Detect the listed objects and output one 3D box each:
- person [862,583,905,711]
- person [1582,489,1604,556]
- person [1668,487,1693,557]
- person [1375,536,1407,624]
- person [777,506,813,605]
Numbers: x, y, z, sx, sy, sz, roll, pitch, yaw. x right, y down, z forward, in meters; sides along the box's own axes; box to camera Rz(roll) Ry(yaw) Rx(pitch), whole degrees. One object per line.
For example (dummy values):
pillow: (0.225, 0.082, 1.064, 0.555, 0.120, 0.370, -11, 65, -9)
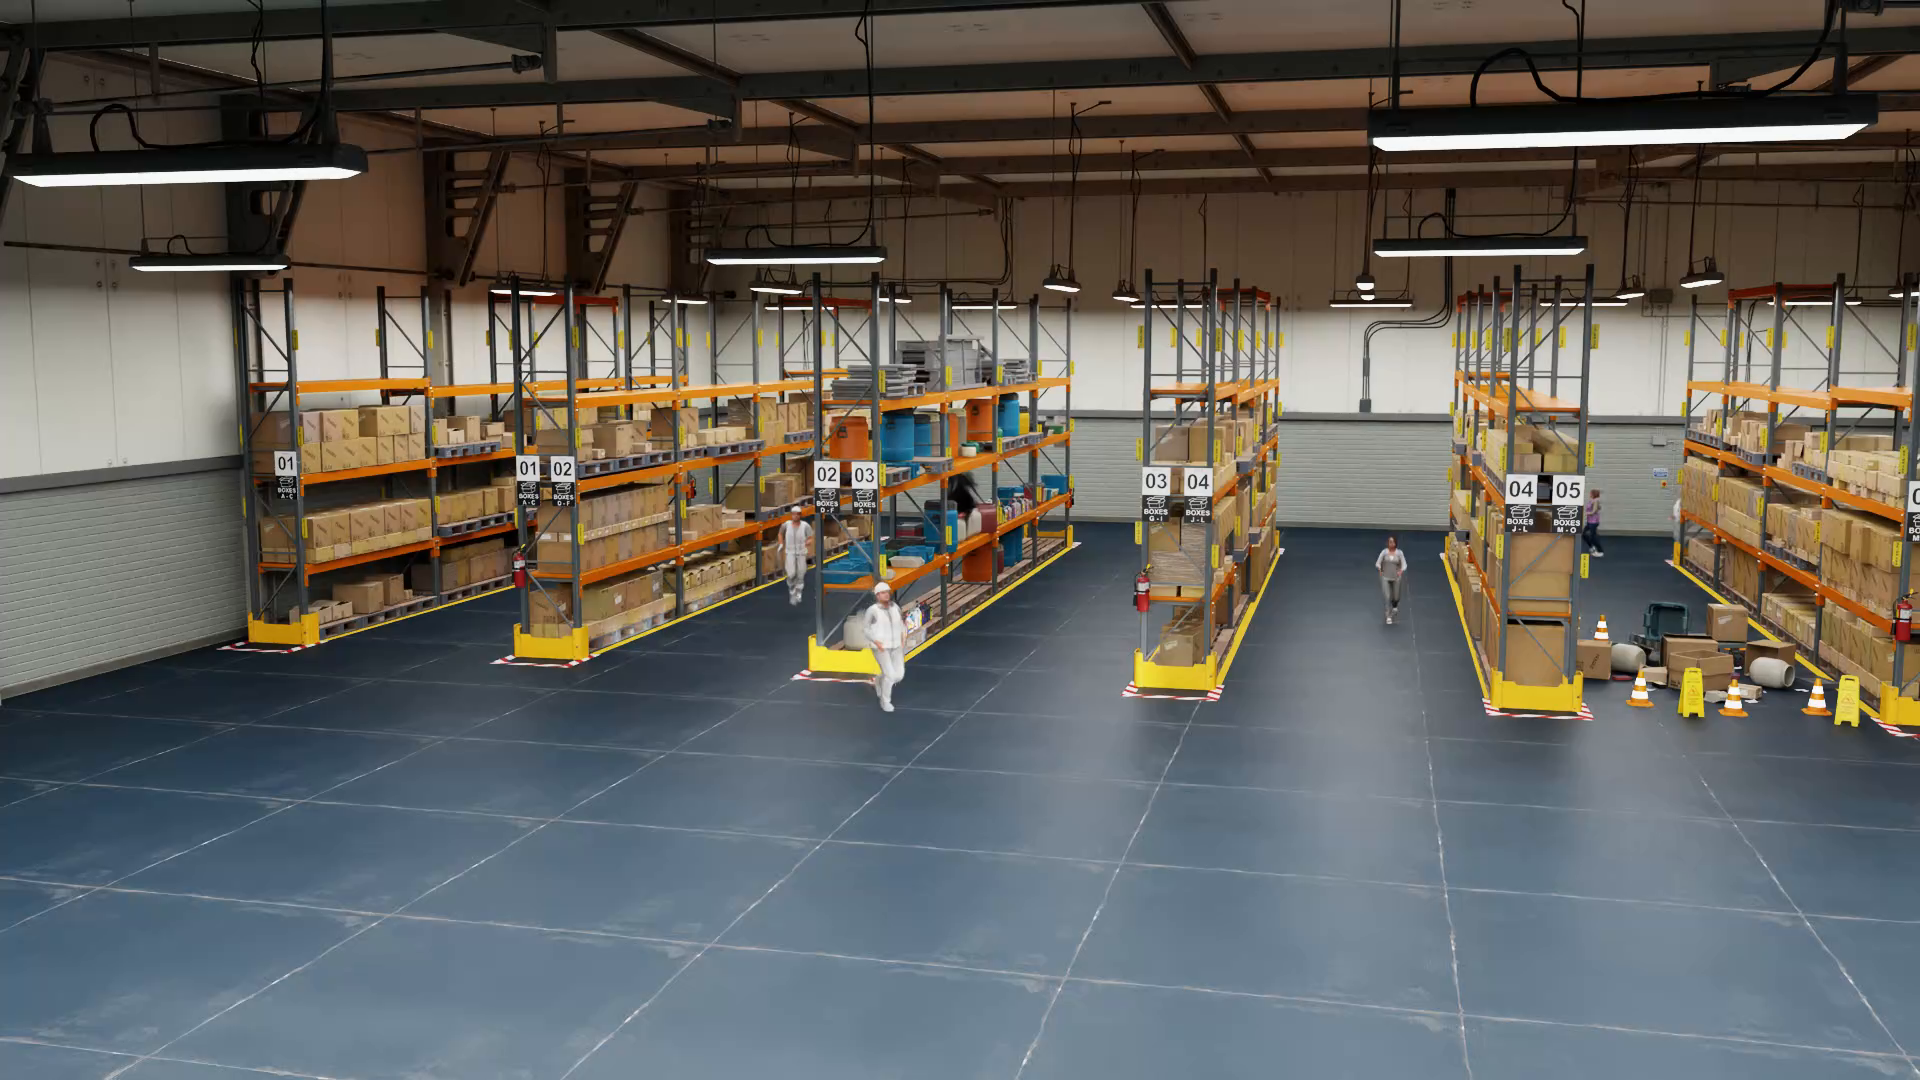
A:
person: (-1.032, 1.438, 22.676, 0.661, 1.740, 0.545, -5, 8, -36)
person: (14.621, -0.414, 38.528, 0.616, 1.558, 0.499, 1, 7, 5)
person: (16.882, -0.421, 38.633, 0.671, 1.624, 0.595, 0, 7, -2)
person: (7.638, 0.702, 29.501, 0.535, 1.548, 0.561, 2, 7, 14)
person: (-2.942, 0.285, 29.679, 0.654, 1.791, 0.737, -1, 7, -4)
